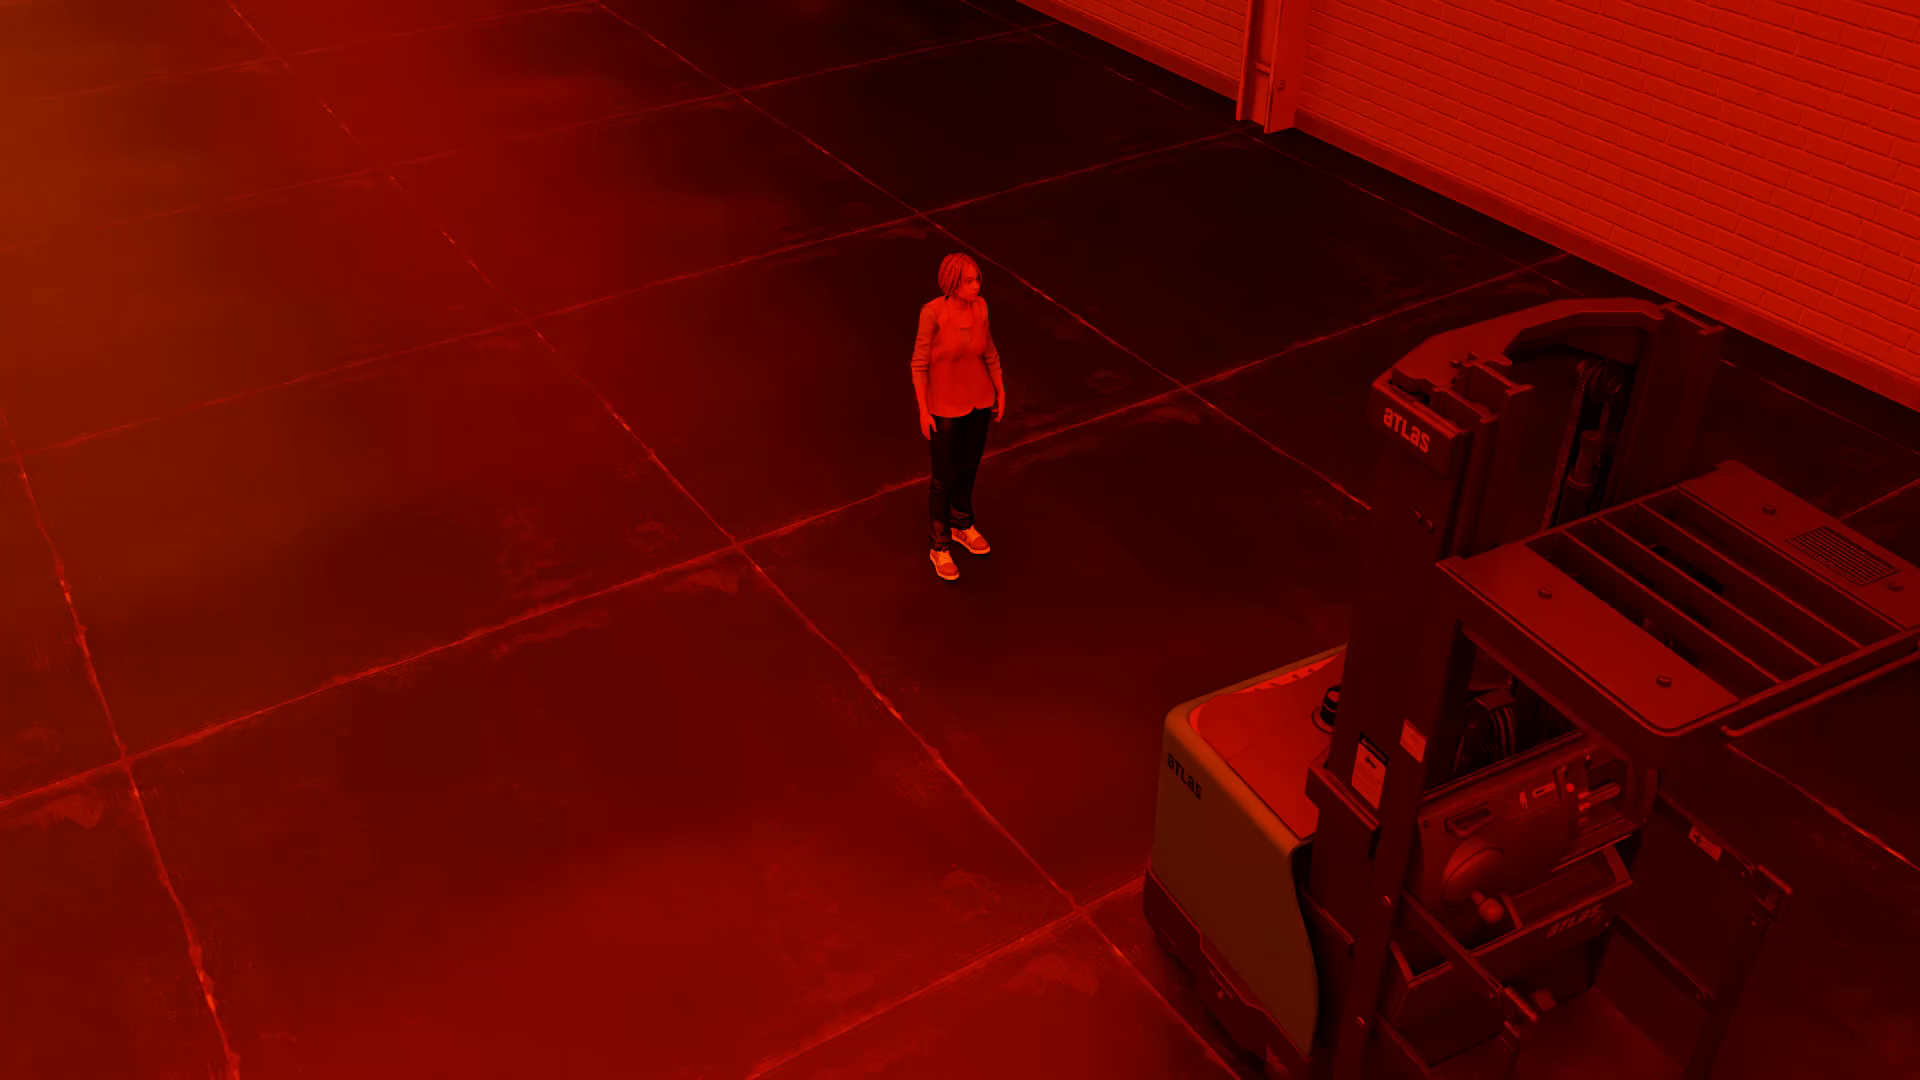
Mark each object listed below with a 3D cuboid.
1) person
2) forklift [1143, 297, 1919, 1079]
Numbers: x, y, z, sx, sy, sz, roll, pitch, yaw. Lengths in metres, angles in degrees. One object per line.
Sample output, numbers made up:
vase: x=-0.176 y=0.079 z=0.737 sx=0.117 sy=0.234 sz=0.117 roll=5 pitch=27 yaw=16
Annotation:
person: x=0.028 y=-0.620 z=8.177 sx=0.520 sy=1.597 sz=0.476 roll=-21 pitch=40 yaw=-27
forklift: x=1.846 y=0.909 z=4.854 sx=1.130 sy=2.935 sz=3.031 roll=-17 pitch=38 yaw=-22
